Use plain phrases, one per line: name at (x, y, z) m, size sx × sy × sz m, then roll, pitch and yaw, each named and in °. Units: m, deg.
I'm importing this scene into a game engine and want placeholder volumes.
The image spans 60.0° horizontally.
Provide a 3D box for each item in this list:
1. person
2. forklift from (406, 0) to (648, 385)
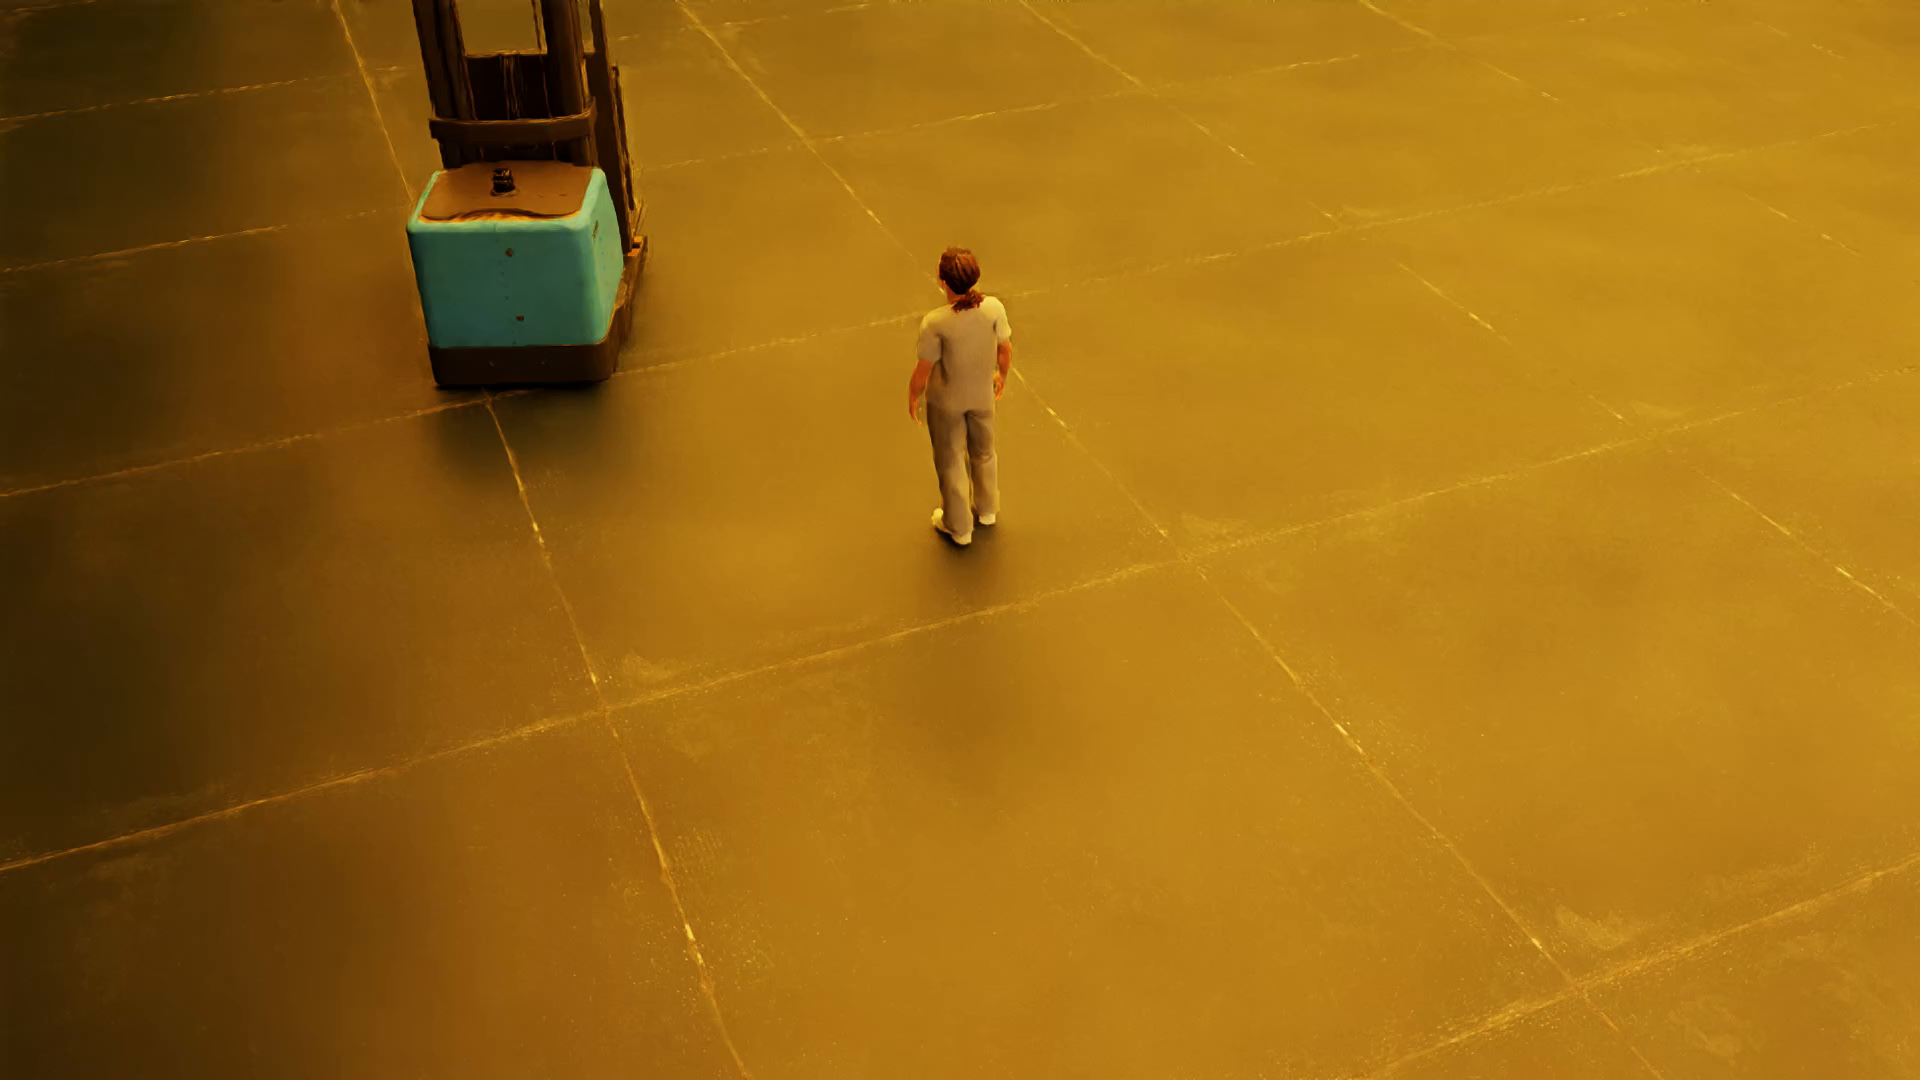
person at (-0.020, -0.731, 8.207) m, size 0.550 × 1.663 × 0.532 m, roll -14°, pitch 38°, yaw -19°
forklift at (-2.669, -2.940, 10.232) m, size 1.130 × 2.935 × 3.031 m, roll -2°, pitch 35°, yaw -2°
